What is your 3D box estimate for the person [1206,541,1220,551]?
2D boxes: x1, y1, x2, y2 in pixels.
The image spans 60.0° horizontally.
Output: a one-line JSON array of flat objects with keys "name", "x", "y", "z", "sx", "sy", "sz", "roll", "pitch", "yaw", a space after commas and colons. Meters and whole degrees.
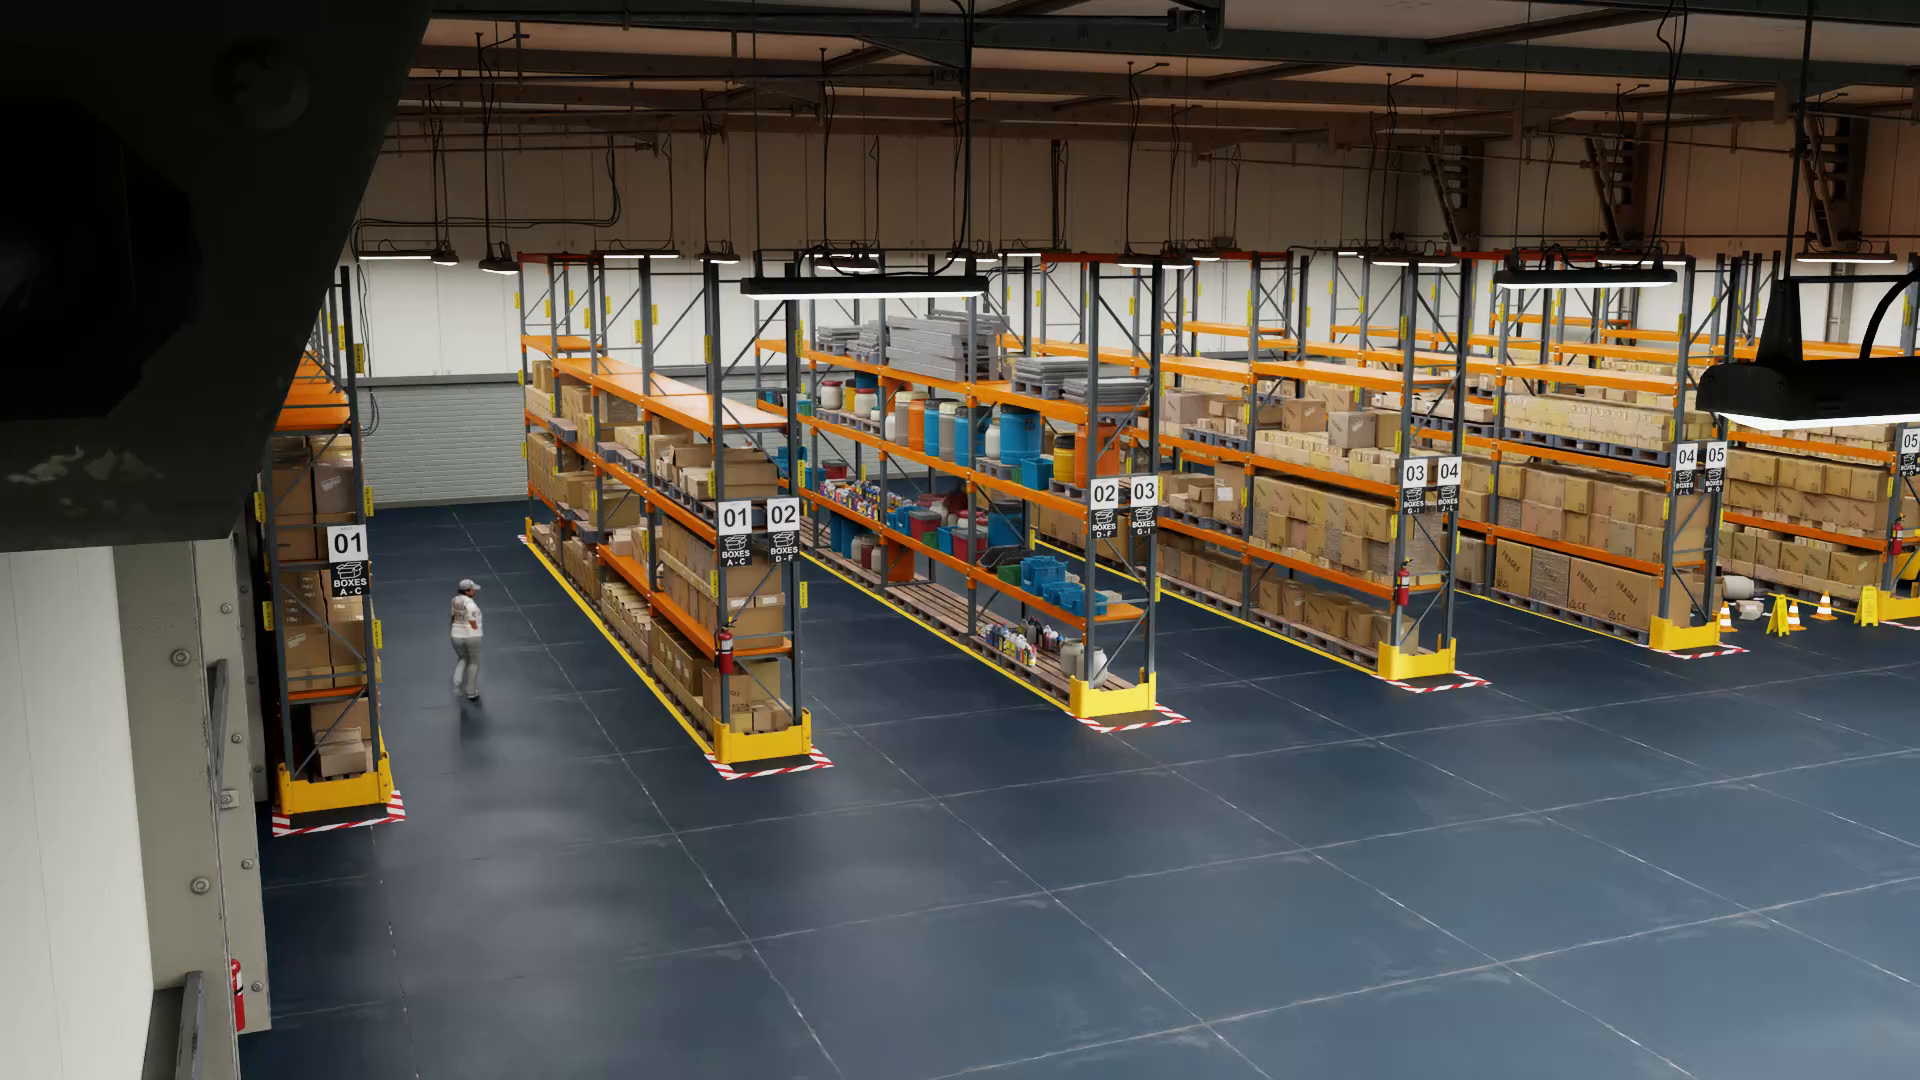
[{"name": "person", "x": 4.939, "y": -0.369, "z": 32.682, "sx": 0.507, "sy": 1.556, "sz": 0.823, "roll": -5, "pitch": 11, "yaw": -23}]

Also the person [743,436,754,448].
[{"name": "person", "x": -4.938, "y": -1.624, "z": 39.206, "sx": 0.482, "sy": 1.691, "sz": 0.416, "roll": -2, "pitch": 11, "yaw": -9}]

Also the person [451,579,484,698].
[{"name": "person", "x": -6.804, "y": 1.357, "z": 22.953, "sx": 0.495, "sy": 1.667, "sz": 0.474, "roll": 2, "pitch": 11, "yaw": 13}]
